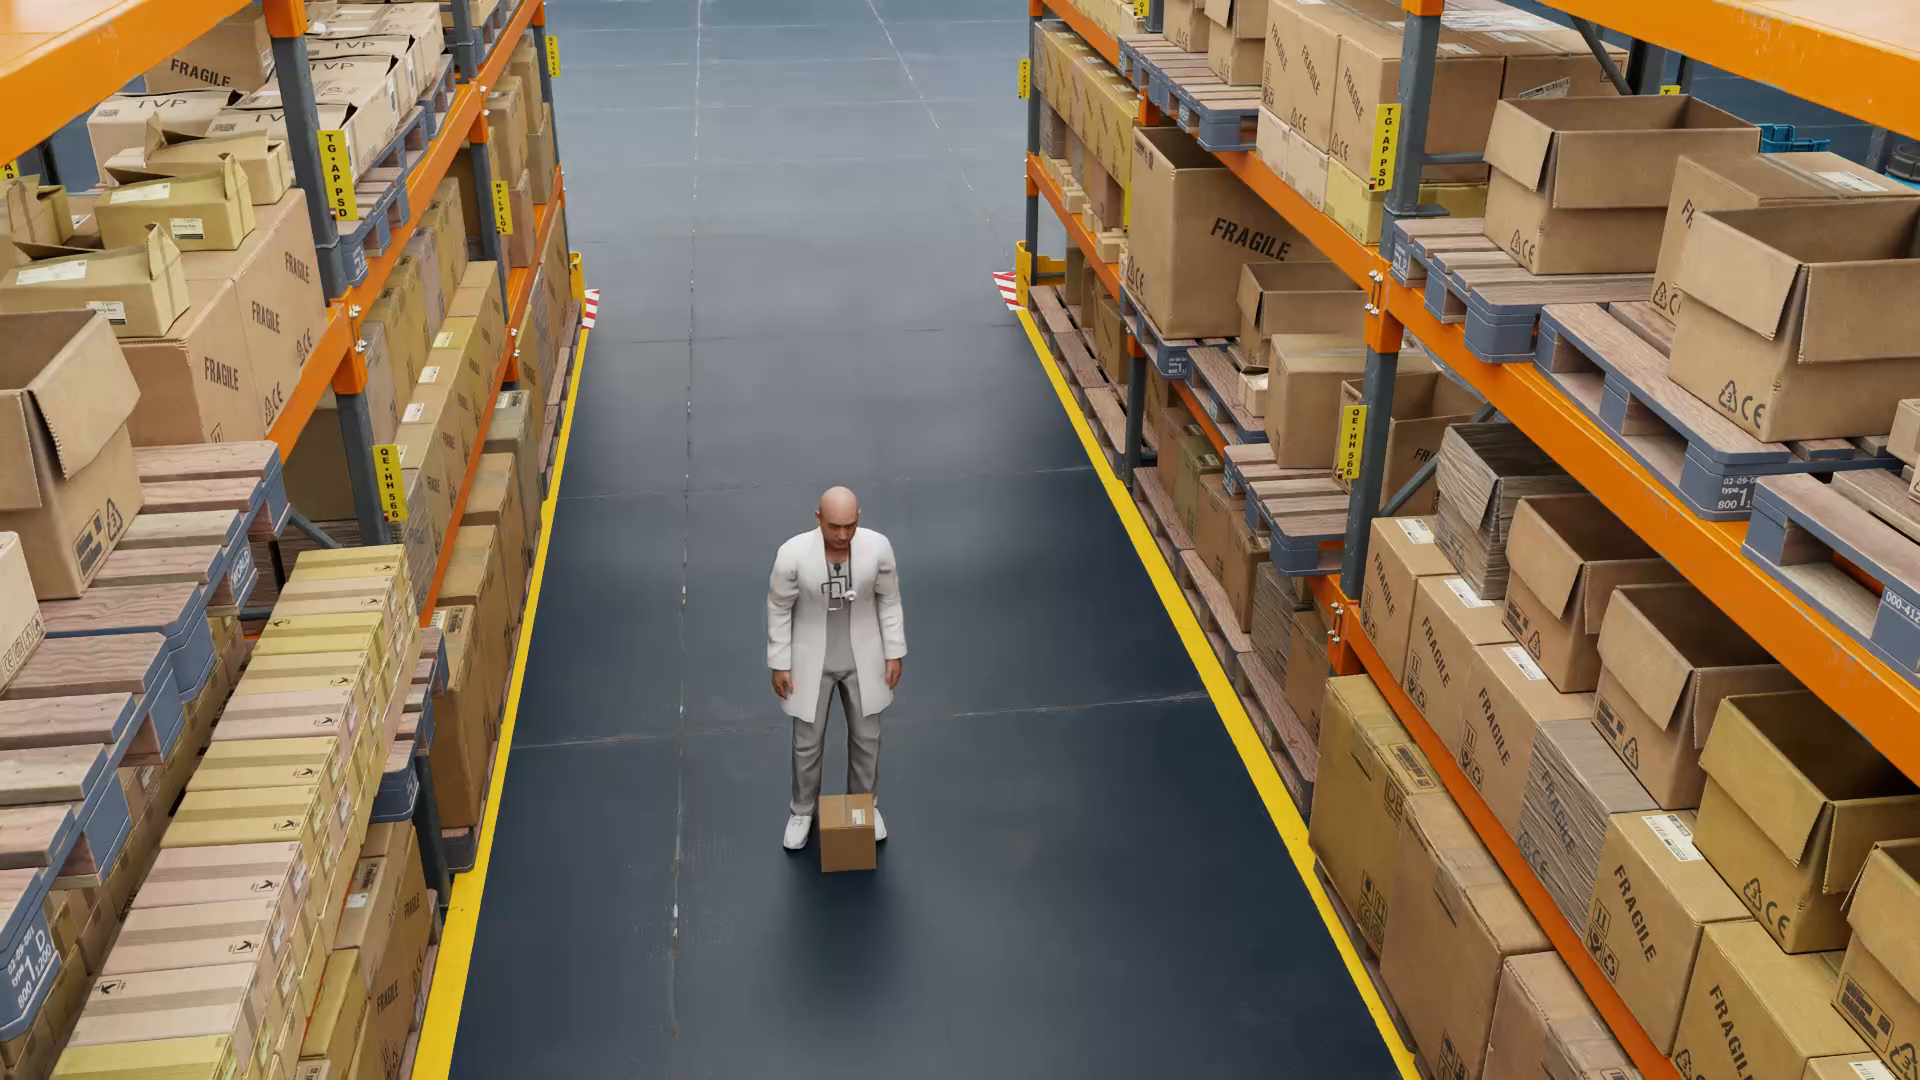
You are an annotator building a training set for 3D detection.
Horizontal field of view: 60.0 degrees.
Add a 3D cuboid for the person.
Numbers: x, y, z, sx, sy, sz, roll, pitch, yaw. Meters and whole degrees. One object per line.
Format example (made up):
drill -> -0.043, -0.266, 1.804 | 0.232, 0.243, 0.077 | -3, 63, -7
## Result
person -> -0.555, 0.556, 7.533 | 0.644, 1.772, 0.429 | -5, 27, -10
